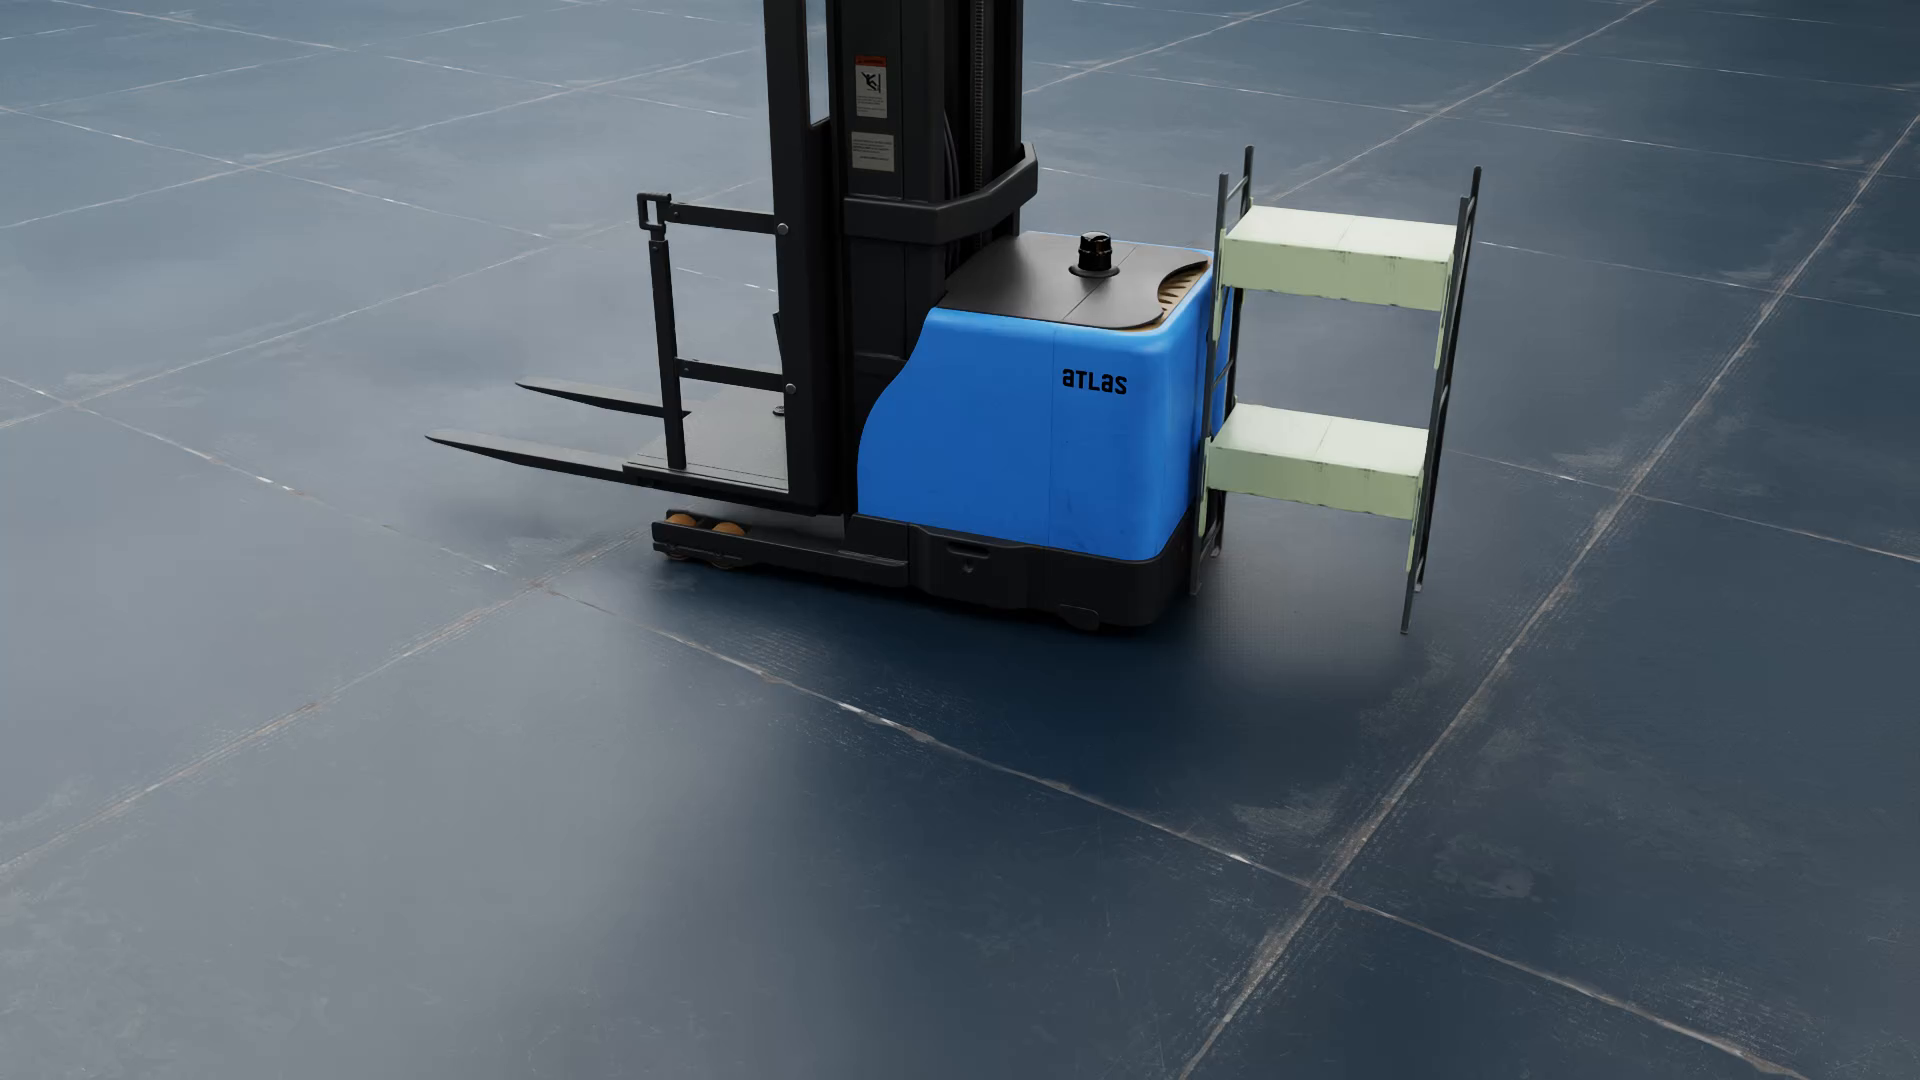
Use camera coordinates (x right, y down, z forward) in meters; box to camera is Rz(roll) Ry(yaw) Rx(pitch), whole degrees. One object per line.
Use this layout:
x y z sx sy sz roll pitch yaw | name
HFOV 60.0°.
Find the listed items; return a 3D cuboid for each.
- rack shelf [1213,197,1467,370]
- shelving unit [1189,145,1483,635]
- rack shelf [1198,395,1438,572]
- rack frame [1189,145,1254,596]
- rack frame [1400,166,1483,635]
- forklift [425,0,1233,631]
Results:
1.233 -0.843 5.392 0.720 0.370 0.431 10 29 19 | rack shelf
1.233 -0.495 5.570 0.755 1.500 0.431 10 29 19 | shelving unit
1.233 -0.205 5.717 0.720 0.370 0.431 10 29 19 | rack shelf
0.892 -0.556 5.689 0.023 1.500 0.400 10 29 19 | rack frame
1.574 -0.435 5.450 0.023 1.500 0.400 10 29 19 | rack frame
-0.587 -1.411 5.790 3.031 2.935 1.130 10 29 19 | forklift
